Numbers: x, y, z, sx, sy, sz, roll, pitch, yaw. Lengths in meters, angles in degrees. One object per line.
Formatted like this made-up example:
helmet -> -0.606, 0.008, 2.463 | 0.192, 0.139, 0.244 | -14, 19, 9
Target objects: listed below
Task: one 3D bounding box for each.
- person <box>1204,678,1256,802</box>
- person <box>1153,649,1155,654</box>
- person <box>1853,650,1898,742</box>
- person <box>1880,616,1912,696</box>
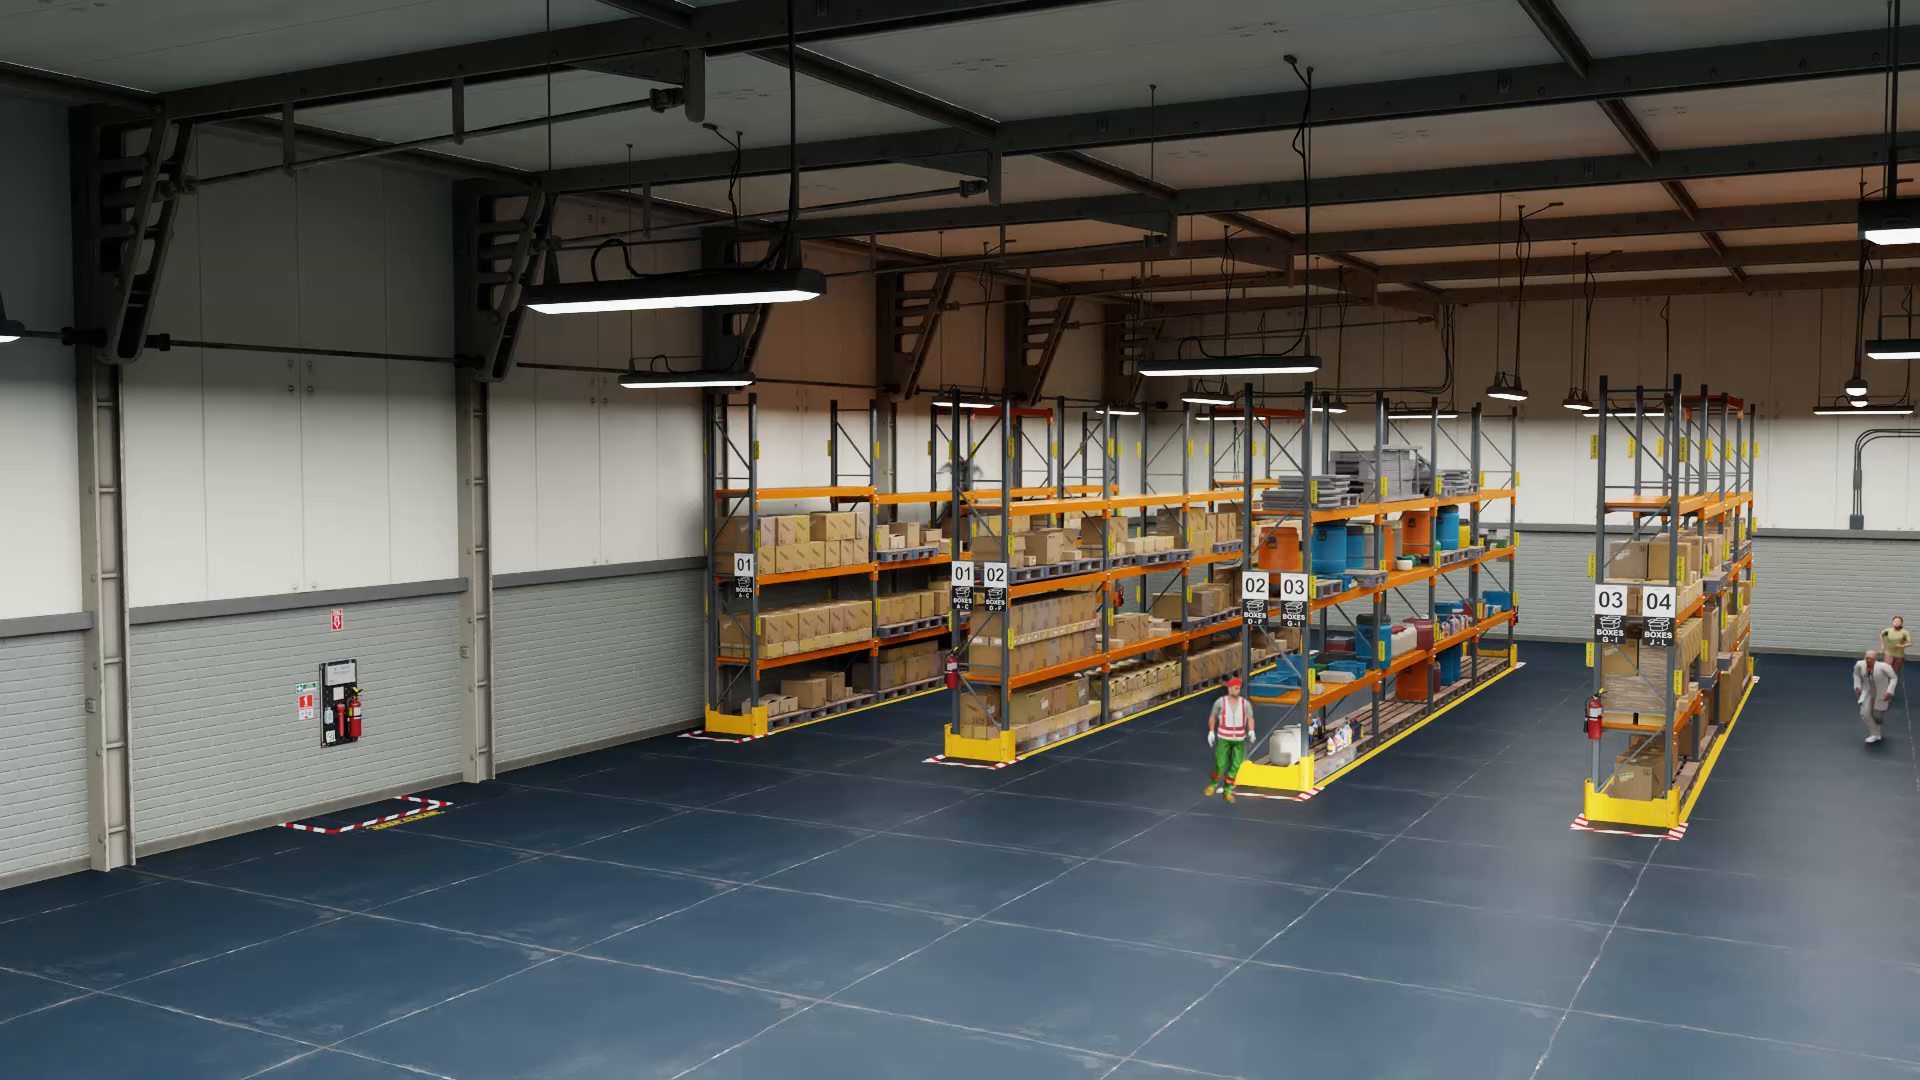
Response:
person -> 3.848, 2.856, 23.596 | 0.672, 1.797, 0.683 | -1, 3, -9
person -> 4.685, 2.114, 38.392 | 0.565, 1.689, 0.716 | 2, 3, 27
person -> 15.769, 2.663, 28.601 | 0.714, 1.604, 1.033 | 3, 4, 42
person -> 18.847, 2.364, 33.496 | 0.561, 1.679, 0.668 | 2, 3, 27
